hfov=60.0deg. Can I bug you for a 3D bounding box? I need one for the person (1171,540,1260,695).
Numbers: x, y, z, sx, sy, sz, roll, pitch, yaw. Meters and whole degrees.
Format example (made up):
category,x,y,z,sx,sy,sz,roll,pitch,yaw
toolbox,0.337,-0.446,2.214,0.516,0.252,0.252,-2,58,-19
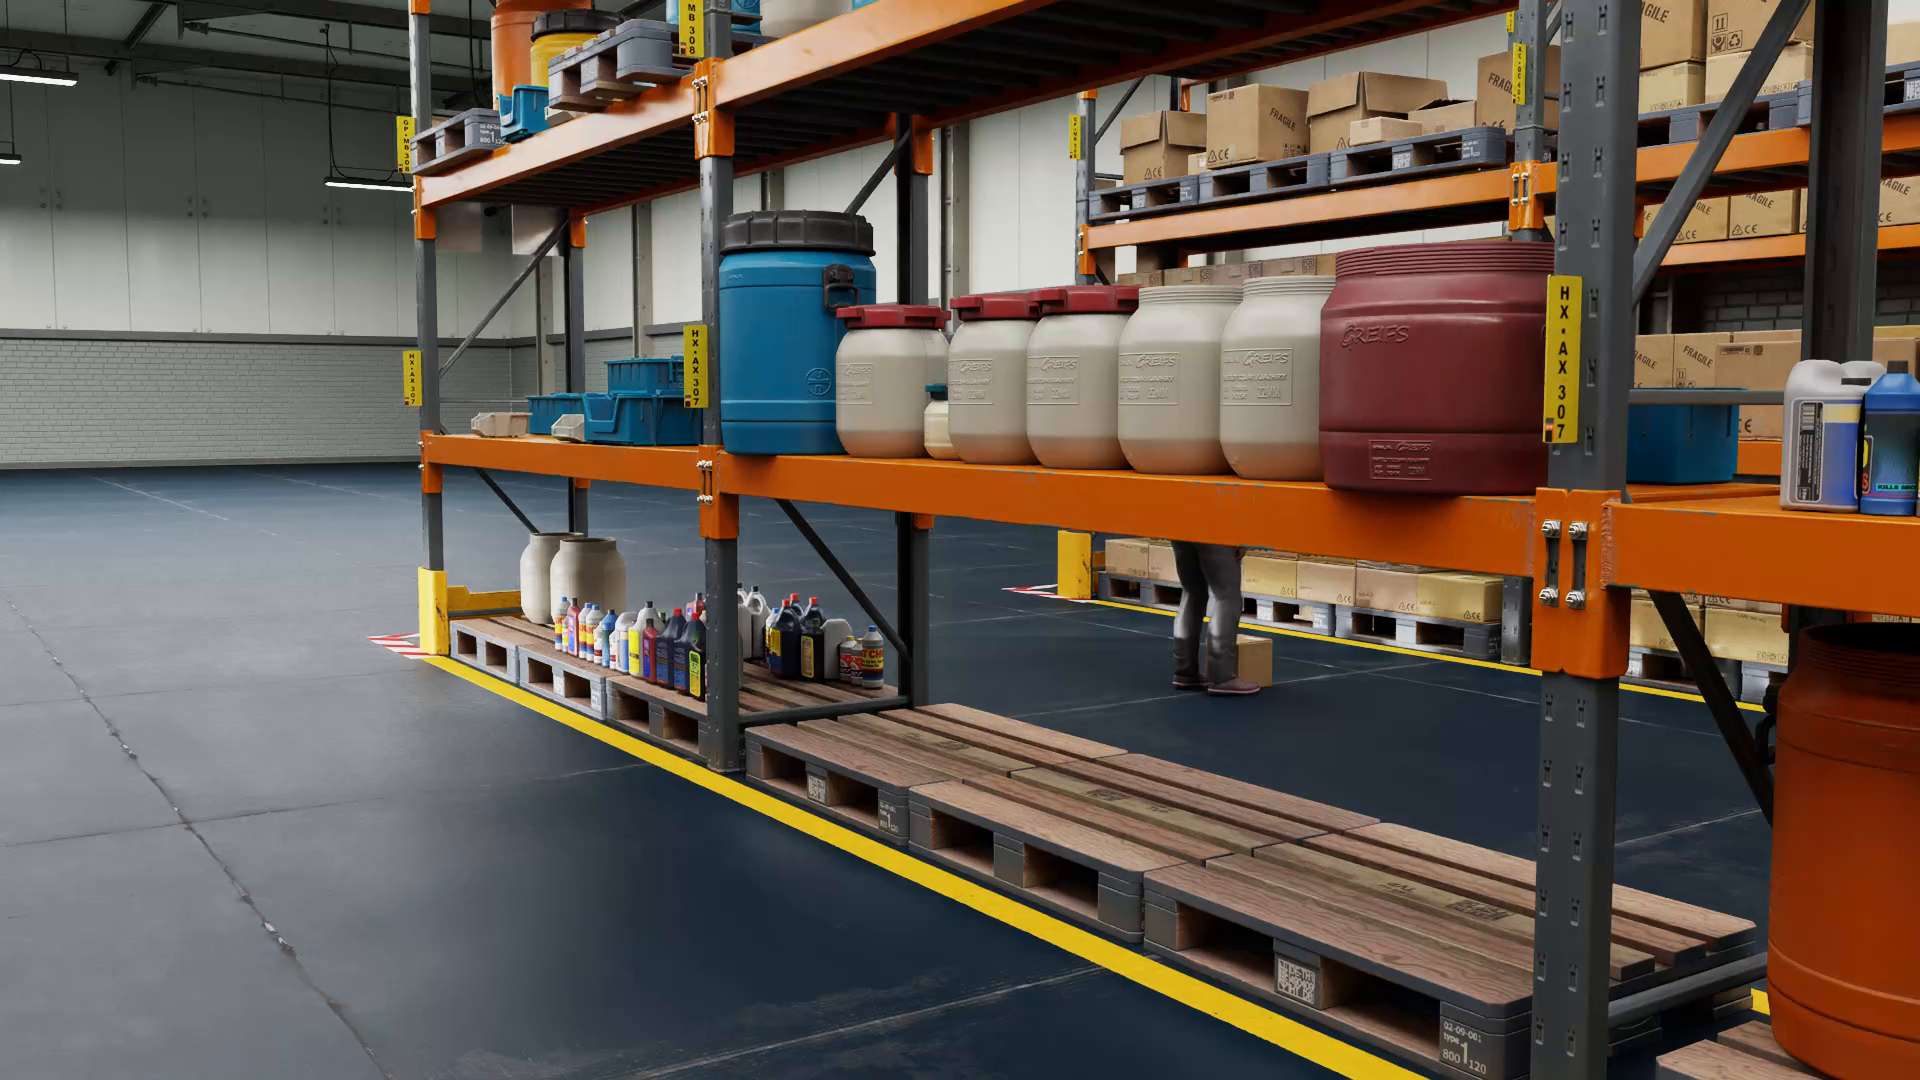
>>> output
category,x,y,z,sx,sy,sz,roll,pitch,yaw
person,1.291,-0.042,8.612,0.348,1.655,0.508,-3,6,-34
